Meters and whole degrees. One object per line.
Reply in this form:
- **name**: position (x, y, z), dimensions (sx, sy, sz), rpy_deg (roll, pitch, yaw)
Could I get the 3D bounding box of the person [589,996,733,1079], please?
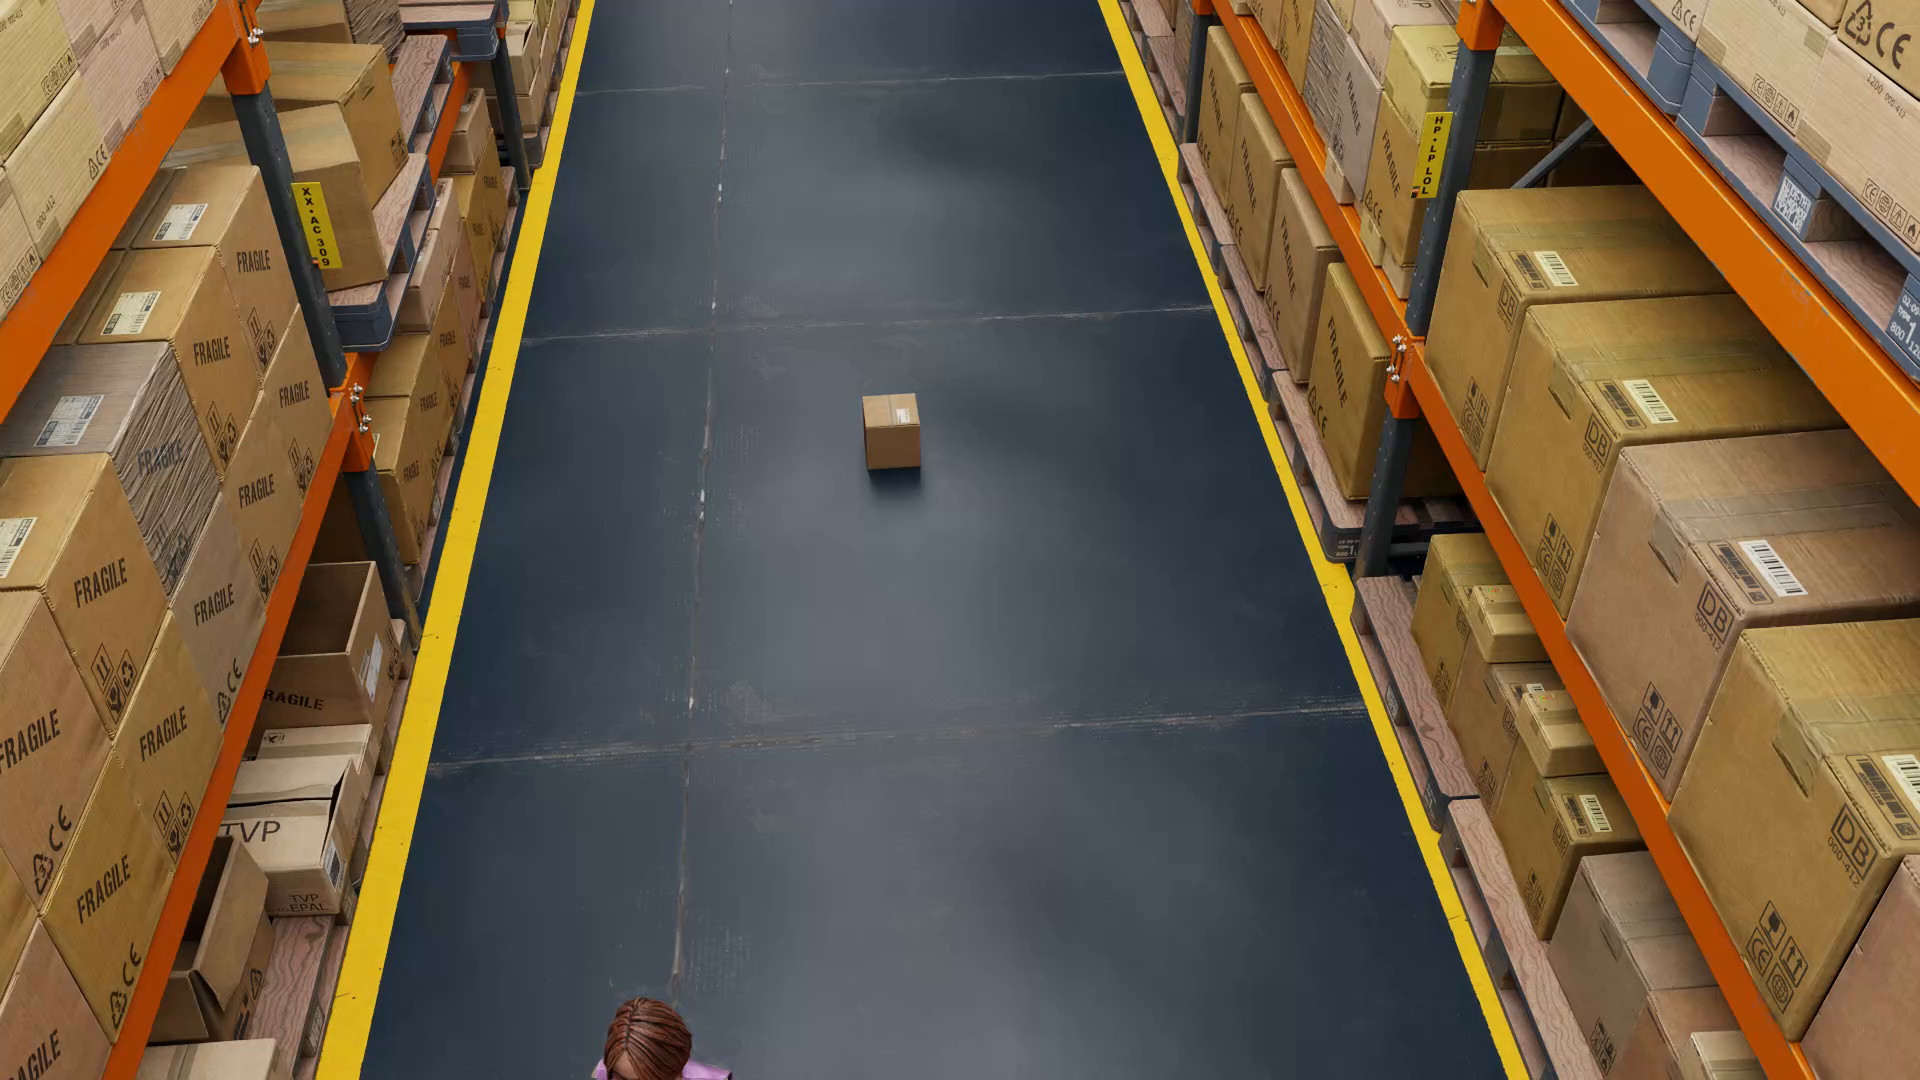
- **person**: position (-0.680, 1.652, 4.160), dimensions (0.412, 1.564, 0.788), rpy_deg (4, 40, 5)
